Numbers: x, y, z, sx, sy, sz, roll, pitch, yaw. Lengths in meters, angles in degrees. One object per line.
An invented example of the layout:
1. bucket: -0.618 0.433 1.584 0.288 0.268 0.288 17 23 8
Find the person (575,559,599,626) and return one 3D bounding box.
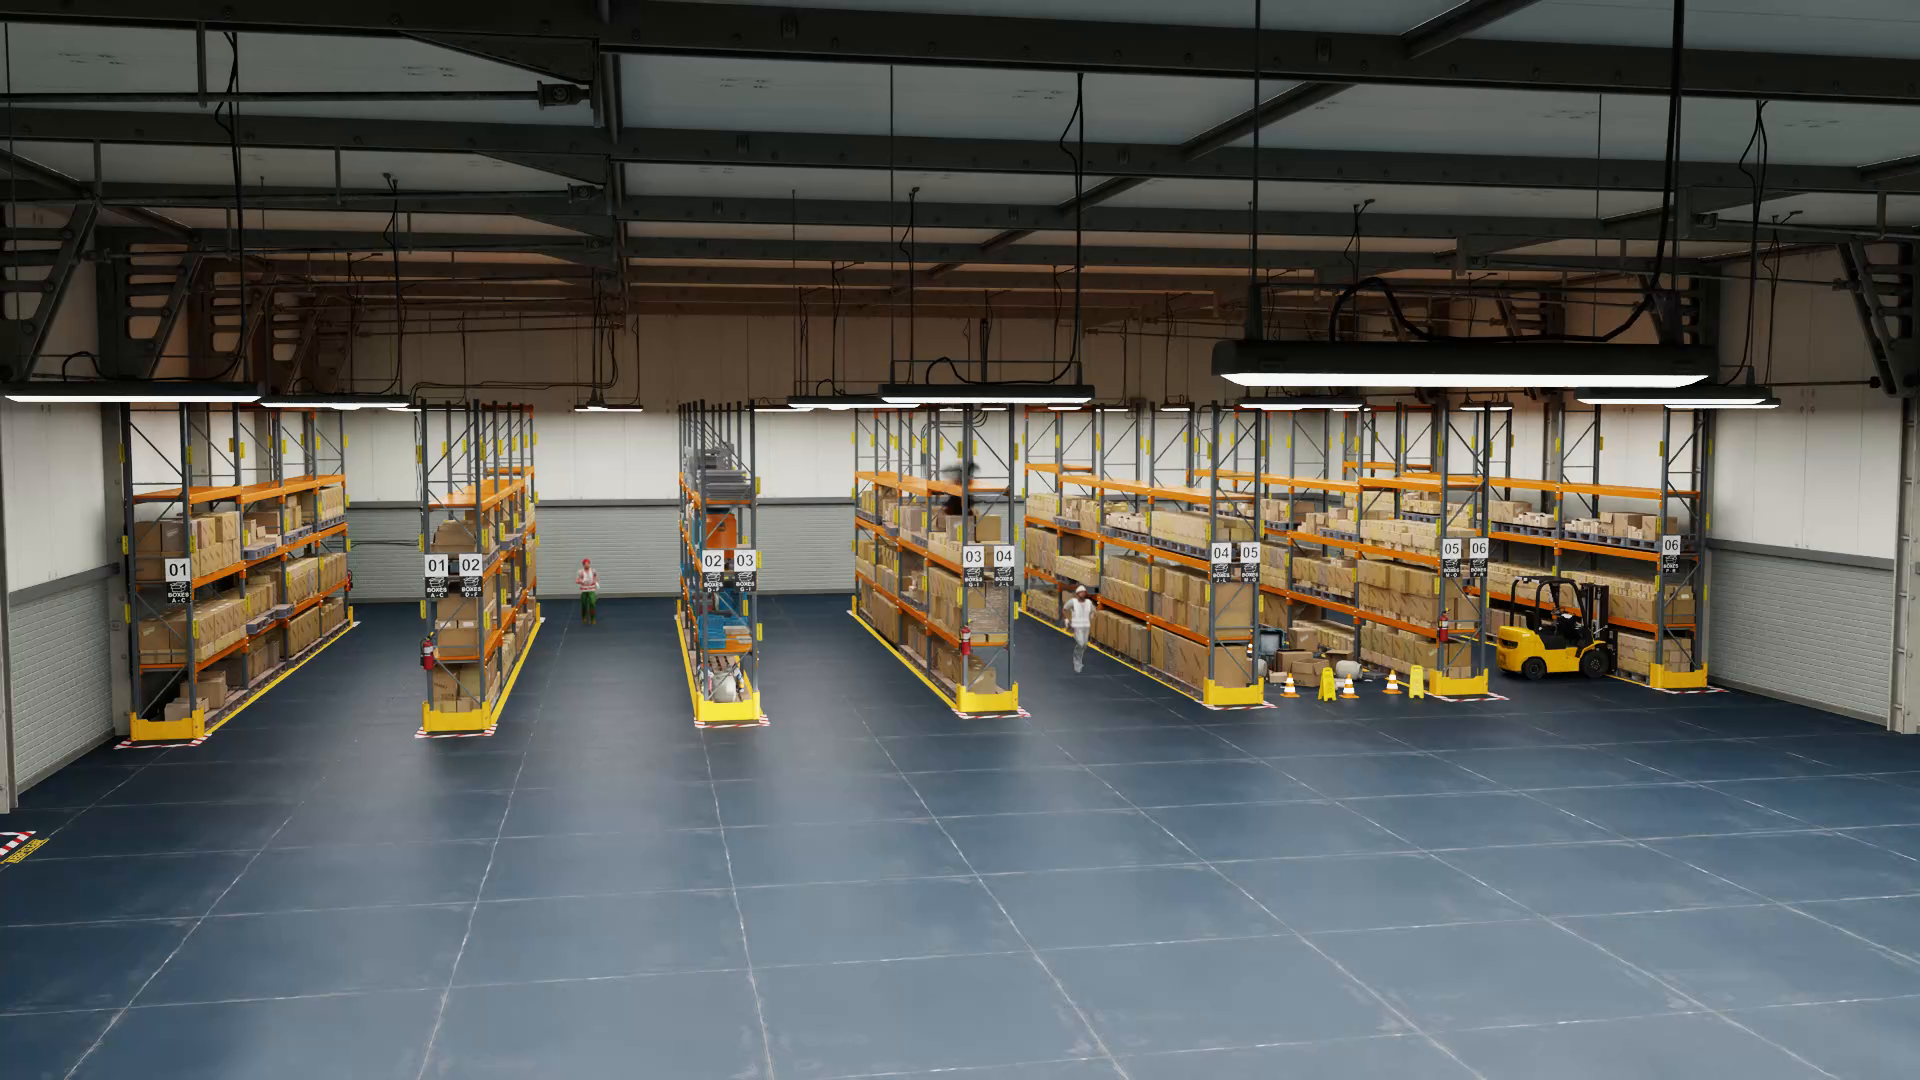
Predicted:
1. person: -10.088 1.394 45.019 0.674 1.786 0.982 -2 5 -21

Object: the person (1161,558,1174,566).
1. person: 6.262 1.109 50.797 0.647 1.566 0.521 -1 4 -7

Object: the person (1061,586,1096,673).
1. person: 2.586 1.900 35.349 0.661 1.843 0.687 -2 5 -24

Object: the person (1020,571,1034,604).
1. person: 2.165 1.119 50.147 0.795 1.681 0.621 -2 5 -24

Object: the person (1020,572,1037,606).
1. person: 2.121 1.130 49.732 0.572 1.728 0.706 -1 5 -19
